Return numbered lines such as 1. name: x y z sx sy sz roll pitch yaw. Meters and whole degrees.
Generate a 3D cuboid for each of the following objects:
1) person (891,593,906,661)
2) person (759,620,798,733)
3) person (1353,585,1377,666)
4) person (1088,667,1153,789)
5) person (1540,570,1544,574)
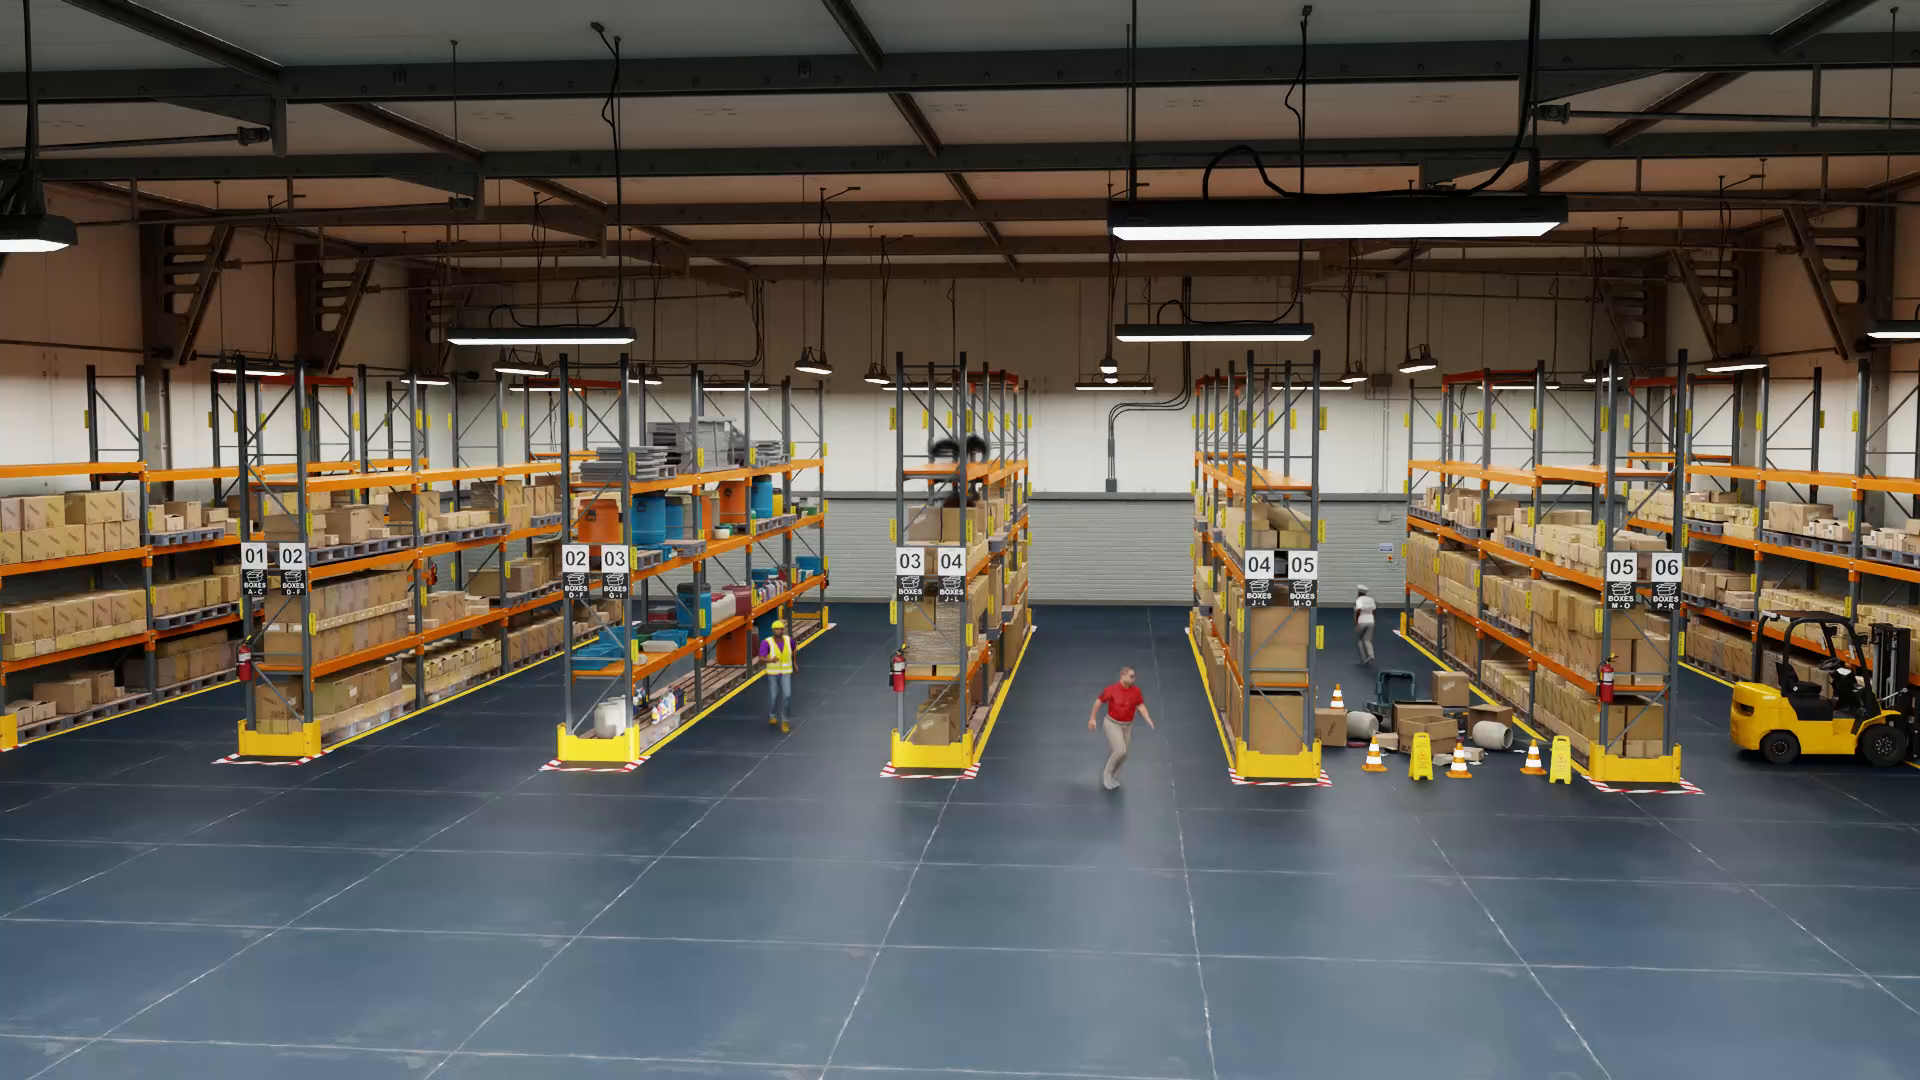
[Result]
1. person: -1.190 1.692 35.092 0.537 1.682 0.804 1 4 9
2. person: -2.940 2.205 26.978 0.664 1.824 0.852 -1 4 -13
3. person: 8.337 1.761 34.033 0.551 1.653 0.794 -1 4 -12
4. person: 2.216 2.548 22.572 0.651 1.673 0.811 -3 5 -34
5. person: 13.581 1.380 38.769 0.910 1.755 0.750 2 4 22
